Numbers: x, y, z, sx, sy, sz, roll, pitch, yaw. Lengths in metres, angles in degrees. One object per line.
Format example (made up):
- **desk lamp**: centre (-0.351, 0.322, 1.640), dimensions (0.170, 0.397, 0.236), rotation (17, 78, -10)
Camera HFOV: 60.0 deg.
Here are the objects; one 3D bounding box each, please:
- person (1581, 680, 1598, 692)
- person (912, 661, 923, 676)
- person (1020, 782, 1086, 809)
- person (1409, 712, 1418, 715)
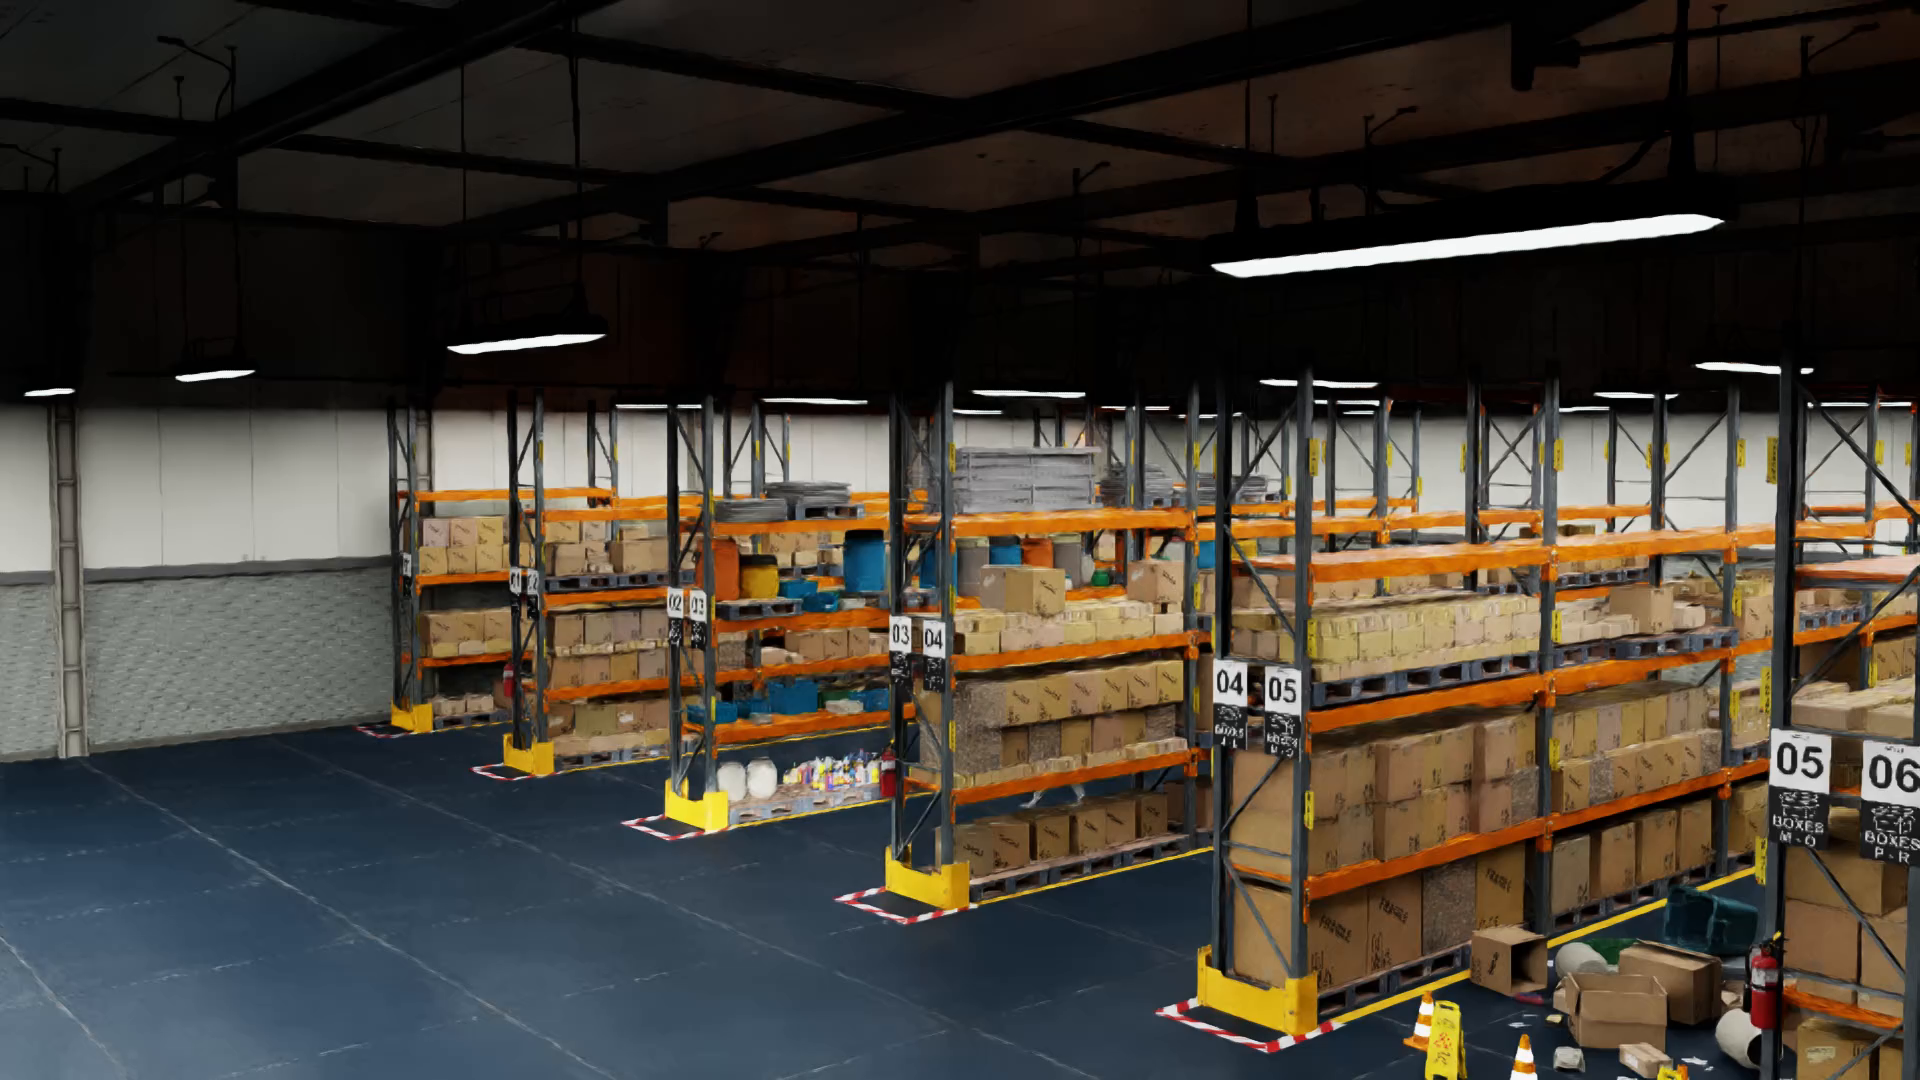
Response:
- **person**: centre (9.598, 2.859, 25.182), dimensions (1.030, 1.673, 0.553), rotation (-3, 4, -42)
- **person**: centre (-0.966, 2.393, 34.262), dimensions (1.037, 1.517, 0.417), rotation (-3, 4, -38)
- **person**: centre (1.350, 2.973, 23.334), dimensions (0.997, 1.621, 0.481), rotation (-2, 4, -31)
- **person**: centre (5.935, 3.020, 21.946), dimensions (0.571, 1.708, 1.033), rotation (3, 4, 42)
